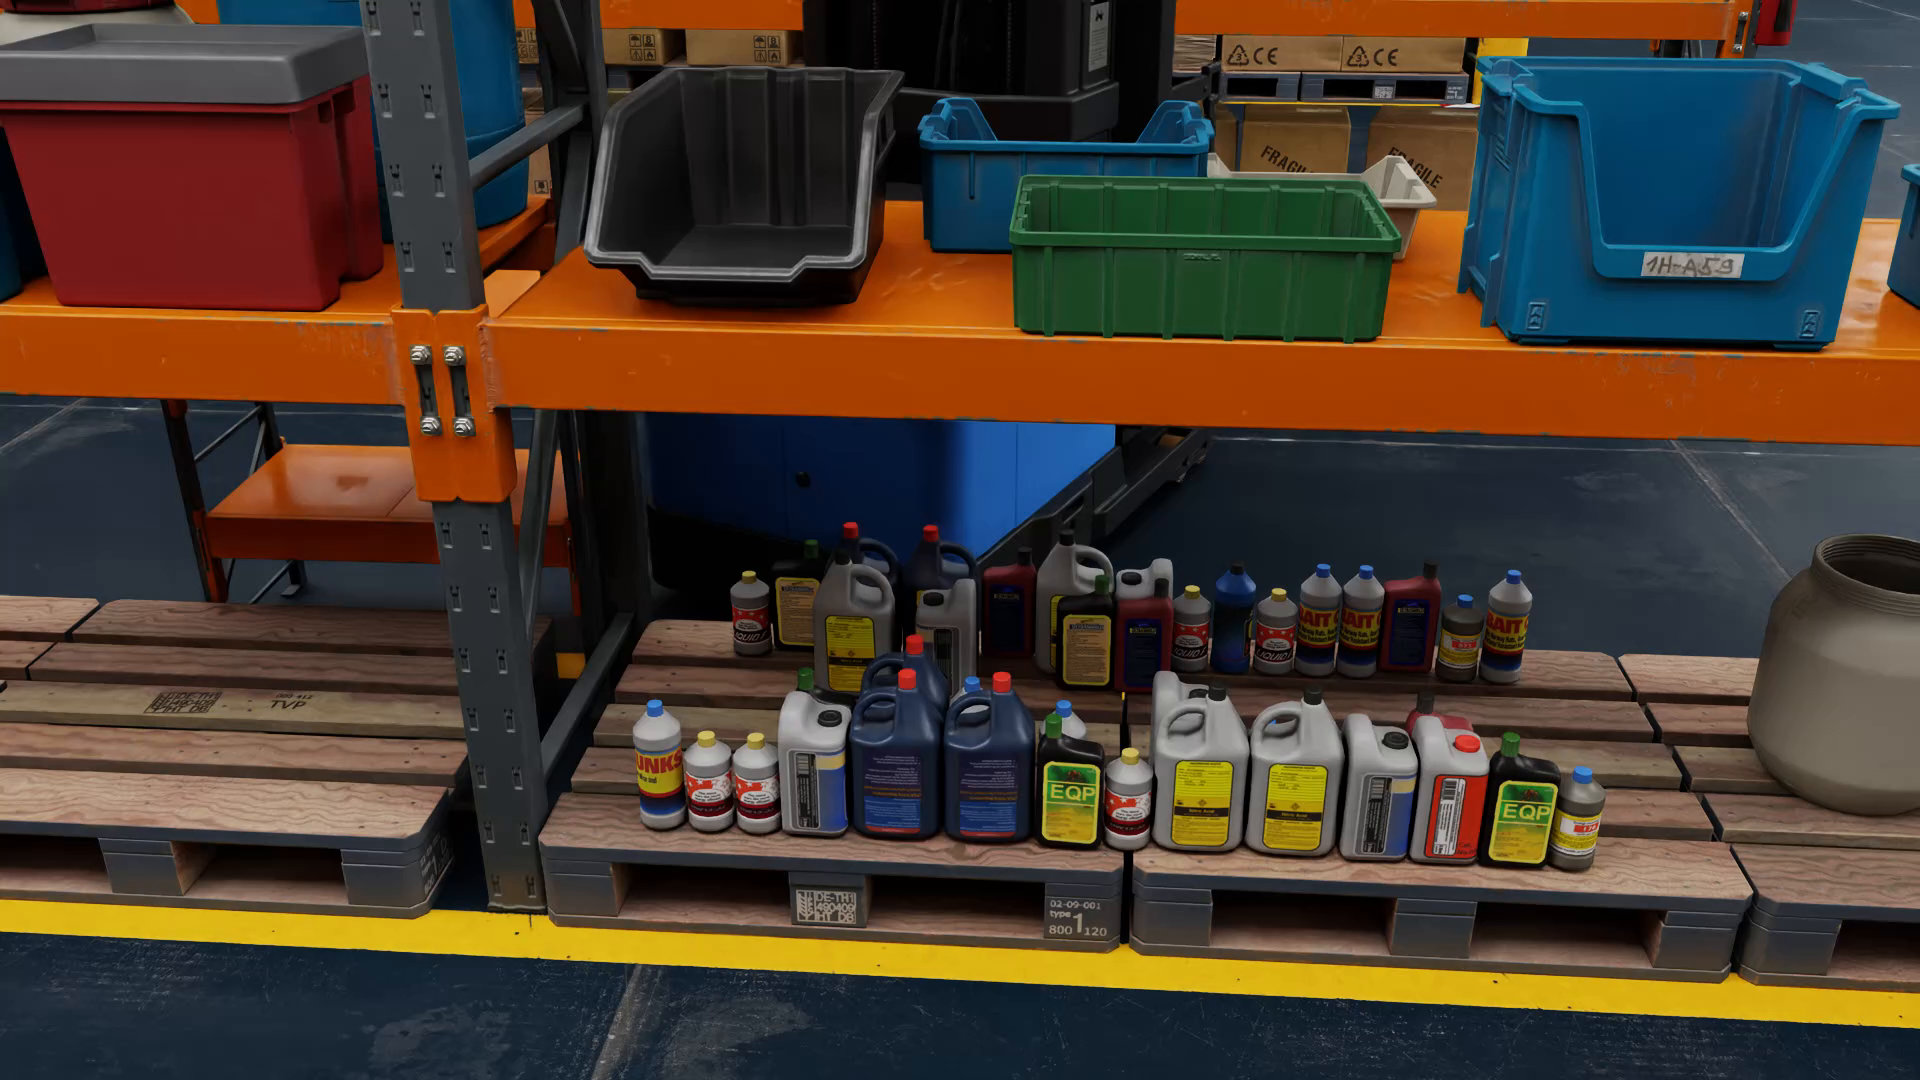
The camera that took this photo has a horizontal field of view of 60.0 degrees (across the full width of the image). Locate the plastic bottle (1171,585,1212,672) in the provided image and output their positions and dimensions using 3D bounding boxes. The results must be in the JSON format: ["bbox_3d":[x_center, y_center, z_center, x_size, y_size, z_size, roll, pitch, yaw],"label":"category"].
[{"bbox_3d":[0.558,0.208,4.031,0.097,0.201,0.097,0,25,0],"label":"plastic bottle"}]

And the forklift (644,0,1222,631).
[{"bbox_3d":[0.239,-1.604,5.230,1.130,2.935,3.031,13,28,25],"label":"forklift"}]

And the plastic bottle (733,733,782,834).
[{"bbox_3d":[-0.414,0.491,3.415,0.097,0.201,0.097,0,25,0],"label":"plastic bottle"}]

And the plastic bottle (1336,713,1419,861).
[{"bbox_3d":[0.835,0.486,3.338,0.135,0.276,0.152,1,25,3],"label":"plastic bottle"}]

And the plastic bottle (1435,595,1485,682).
[{"bbox_3d":[1.200,0.229,3.986,0.097,0.201,0.097,0,25,0],"label":"plastic bottle"}]

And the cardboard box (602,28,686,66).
[{"bbox_3d":[-2.558,-4.121,12.807,0.750,0.750,1.050,2,25,5],"label":"cardboard box"}]

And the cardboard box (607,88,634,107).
[{"bbox_3d":[-1.607,-1.960,8.385,0.500,0.500,0.700,2,25,4],"label":"cardboard box"}]

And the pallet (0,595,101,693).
[{"bbox_3d":[-2.907,0.440,4.041,1.213,0.211,1.003,2,25,4],"label":"pallet"}]

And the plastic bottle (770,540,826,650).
[{"bbox_3d":[-0.396,0.132,4.097,0.133,0.283,0.061,3,25,7],"label":"plastic bottle"}]

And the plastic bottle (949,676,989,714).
[{"bbox_3d":[0.025,0.413,3.501,0.097,0.271,0.097,0,25,0],"label":"plastic bottle"}]

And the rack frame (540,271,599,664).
[{"bbox_3d":[-0.972,-0.256,4.441,0.032,1.125,0.500,1,26,4],"label":"rack frame"}]

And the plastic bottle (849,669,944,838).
[{"bbox_3d":[-0.128,0.423,3.386,0.185,0.351,0.144,3,25,5],"label":"plastic bottle"}]

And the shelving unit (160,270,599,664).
[{"bbox_3d":[-1.479,-0.269,4.473,1.048,1.125,0.538,1,26,4],"label":"shelving unit"}]

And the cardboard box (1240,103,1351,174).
[{"bbox_3d":[1.623,-1.831,8.129,0.500,0.500,0.500,4,25,9],"label":"cardboard box"}]

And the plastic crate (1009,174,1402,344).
[{"bbox_3d":[0.430,-0.522,3.050,0.662,0.188,0.450,2,25,4],"label":"plastic crate"}]

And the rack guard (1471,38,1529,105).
[{"bbox_3d":[3.970,-3.644,12.570,0.348,0.500,1.175,2,25,4],"label":"rack guard"}]

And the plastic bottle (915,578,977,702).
[{"bbox_3d":[-0.032,0.227,3.900,0.135,0.276,0.152,2,25,4],"label":"plastic bottle"}]

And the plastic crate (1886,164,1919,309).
[{"bbox_3d":[1.918,-0.499,2.923,0.408,0.251,0.499,2,25,4],"label":"plastic crate"}]

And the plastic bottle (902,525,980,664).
[{"bbox_3d":[-0.046,0.131,4.021,0.185,0.351,0.144,1,25,1],"label":"plastic bottle"}]

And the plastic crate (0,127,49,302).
[{"bbox_3d":[-2.025,-0.678,3.154,0.575,0.384,0.392,2,25,4],"label":"plastic crate"}]

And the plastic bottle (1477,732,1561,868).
[{"bbox_3d":[1.104,0.510,3.276,0.133,0.283,0.061,2,25,5],"label":"plastic bottle"}]

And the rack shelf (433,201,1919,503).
[{"bbox_3d":[1.093,-0.389,3.367,4.000,0.370,1.077,2,25,4],"label":"rack shelf"}]

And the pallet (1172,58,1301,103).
[{"bbox_3d":[1.930,-3.546,12.704,1.213,0.211,1.003,2,25,4],"label":"pallet"}]

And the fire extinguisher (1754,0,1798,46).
[{"bbox_3d":[3.545,-2.485,7.155,0.183,0.674,0.296,2,25,4],"label":"fire extinguisher"}]

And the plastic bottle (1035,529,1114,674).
[{"bbox_3d":[0.276,0.141,3.998,0.185,0.351,0.144,2,25,4],"label":"plastic bottle"}]

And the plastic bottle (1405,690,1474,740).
[{"bbox_3d":[0.981,0.443,3.423,0.133,0.283,0.061,2,25,4],"label":"plastic bottle"}]

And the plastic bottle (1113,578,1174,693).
[{"bbox_3d":[0.430,0.223,3.901,0.133,0.283,0.061,2,25,4],"label":"plastic bottle"}]

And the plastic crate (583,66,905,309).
[{"bbox_3d":[-0.389,-0.682,3.217,0.504,0.338,0.767,2,25,4],"label":"plastic crate"}]

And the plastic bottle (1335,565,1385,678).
[{"bbox_3d":[0.961,0.189,3.988,0.097,0.271,0.097,0,25,0],"label":"plastic bottle"}]

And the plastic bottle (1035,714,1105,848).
[{"bbox_3d":[0.221,0.482,3.337,0.133,0.283,0.061,3,25,6],"label":"plastic bottle"}]

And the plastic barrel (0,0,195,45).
[{"bbox_3d":[-1.839,-0.963,3.593,0.433,0.535,0.433,0,25,0],"label":"plastic barrel"}]

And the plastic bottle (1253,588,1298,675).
[{"bbox_3d":[0.763,0.215,4.017,0.097,0.201,0.097,0,25,0],"label":"plastic bottle"}]

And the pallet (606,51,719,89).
[{"bbox_3d":[-2.037,-3.672,12.978,1.213,0.211,1.003,2,25,4],"label":"pallet"}]

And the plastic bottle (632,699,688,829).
[{"bbox_3d":[-0.617,0.453,3.415,0.097,0.271,0.097,0,25,0],"label":"plastic bottle"}]

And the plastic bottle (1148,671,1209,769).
[{"bbox_3d":[0.470,0.414,3.494,0.135,0.276,0.152,2,25,4],"label":"plastic bottle"}]

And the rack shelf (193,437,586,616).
[{"bbox_3d":[-1.478,-0.048,4.579,1.000,0.278,0.538,1,26,4],"label":"rack shelf"}]

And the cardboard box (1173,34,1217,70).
[{"bbox_3d":[1.479,-4.057,12.518,0.875,0.875,0.875,2,25,4],"label":"cardboard box"}]

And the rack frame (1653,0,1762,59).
[{"bbox_3d":[3.466,-2.716,7.564,0.127,3.000,1.000,2,25,4],"label":"rack frame"}]

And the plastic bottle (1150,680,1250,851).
[{"bbox_3d":[0.484,0.442,3.343,0.185,0.351,0.144,2,25,4],"label":"plastic bottle"}]

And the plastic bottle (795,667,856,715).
[{"bbox_3d":[-0.285,0.402,3.511,0.133,0.283,0.061,2,25,4],"label":"plastic bottle"}]

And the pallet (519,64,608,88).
[{"bbox_3d":[-3.250,-3.713,13.066,1.213,0.211,1.003,2,25,4],"label":"pallet"}]

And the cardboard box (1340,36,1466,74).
[{"bbox_3d":[3.265,-4.000,12.393,0.875,0.875,0.875,2,25,4],"label":"cardboard box"}]

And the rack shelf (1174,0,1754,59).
[{"bbox_3d":[1.472,-2.453,7.853,4.000,0.370,1.077,2,25,4],"label":"rack shelf"}]

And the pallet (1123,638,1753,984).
[{"bbox_3d":[0.985,0.564,3.772,1.213,0.211,1.003,2,25,4],"label":"pallet"}]
